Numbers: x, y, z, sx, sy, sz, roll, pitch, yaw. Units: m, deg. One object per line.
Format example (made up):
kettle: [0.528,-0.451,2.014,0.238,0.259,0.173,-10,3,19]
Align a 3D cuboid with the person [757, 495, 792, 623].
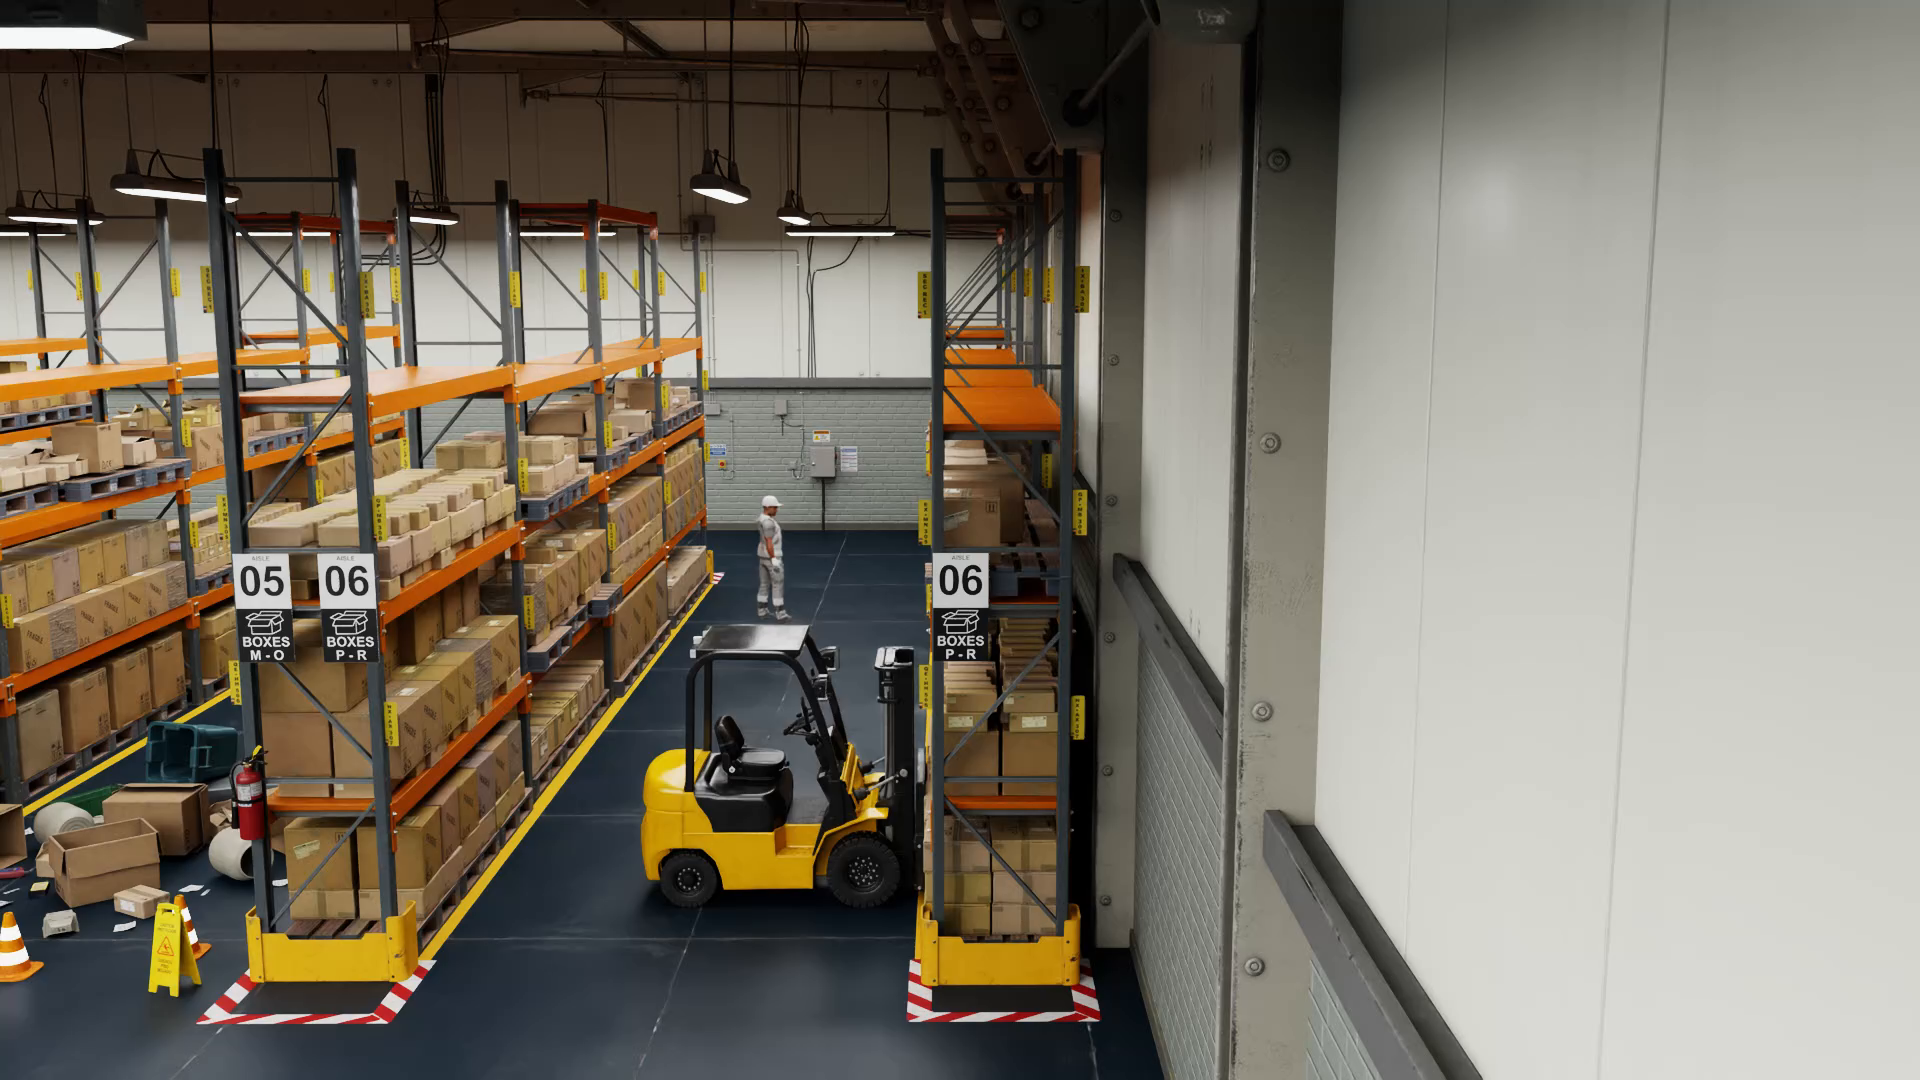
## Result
person: [-2.625,0.259,23.323,0.454,1.782,0.603,-6,11,-34]
